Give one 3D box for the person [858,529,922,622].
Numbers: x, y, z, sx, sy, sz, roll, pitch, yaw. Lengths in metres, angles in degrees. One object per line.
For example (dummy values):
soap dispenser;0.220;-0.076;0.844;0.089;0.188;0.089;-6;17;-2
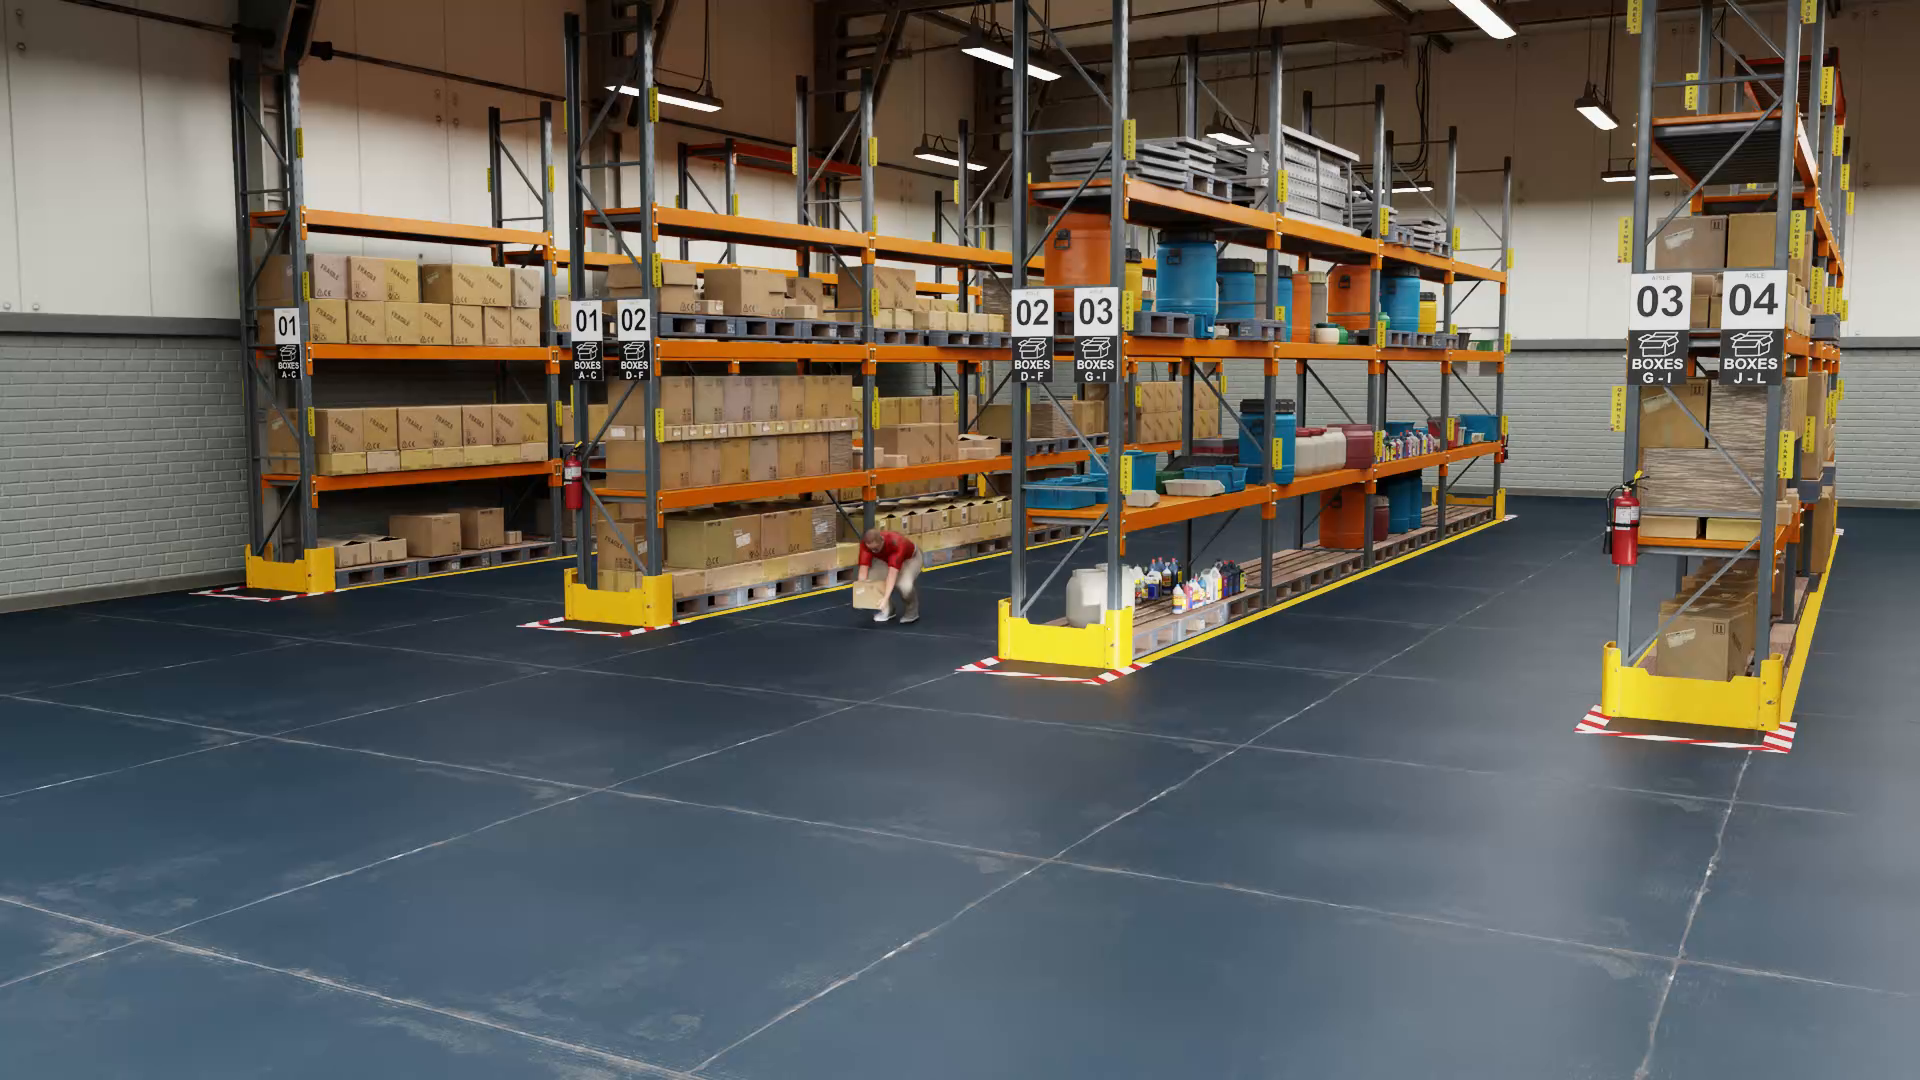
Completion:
person;-0.705;0.342;16.588;0.542;0.976;0.920;3;7;26
